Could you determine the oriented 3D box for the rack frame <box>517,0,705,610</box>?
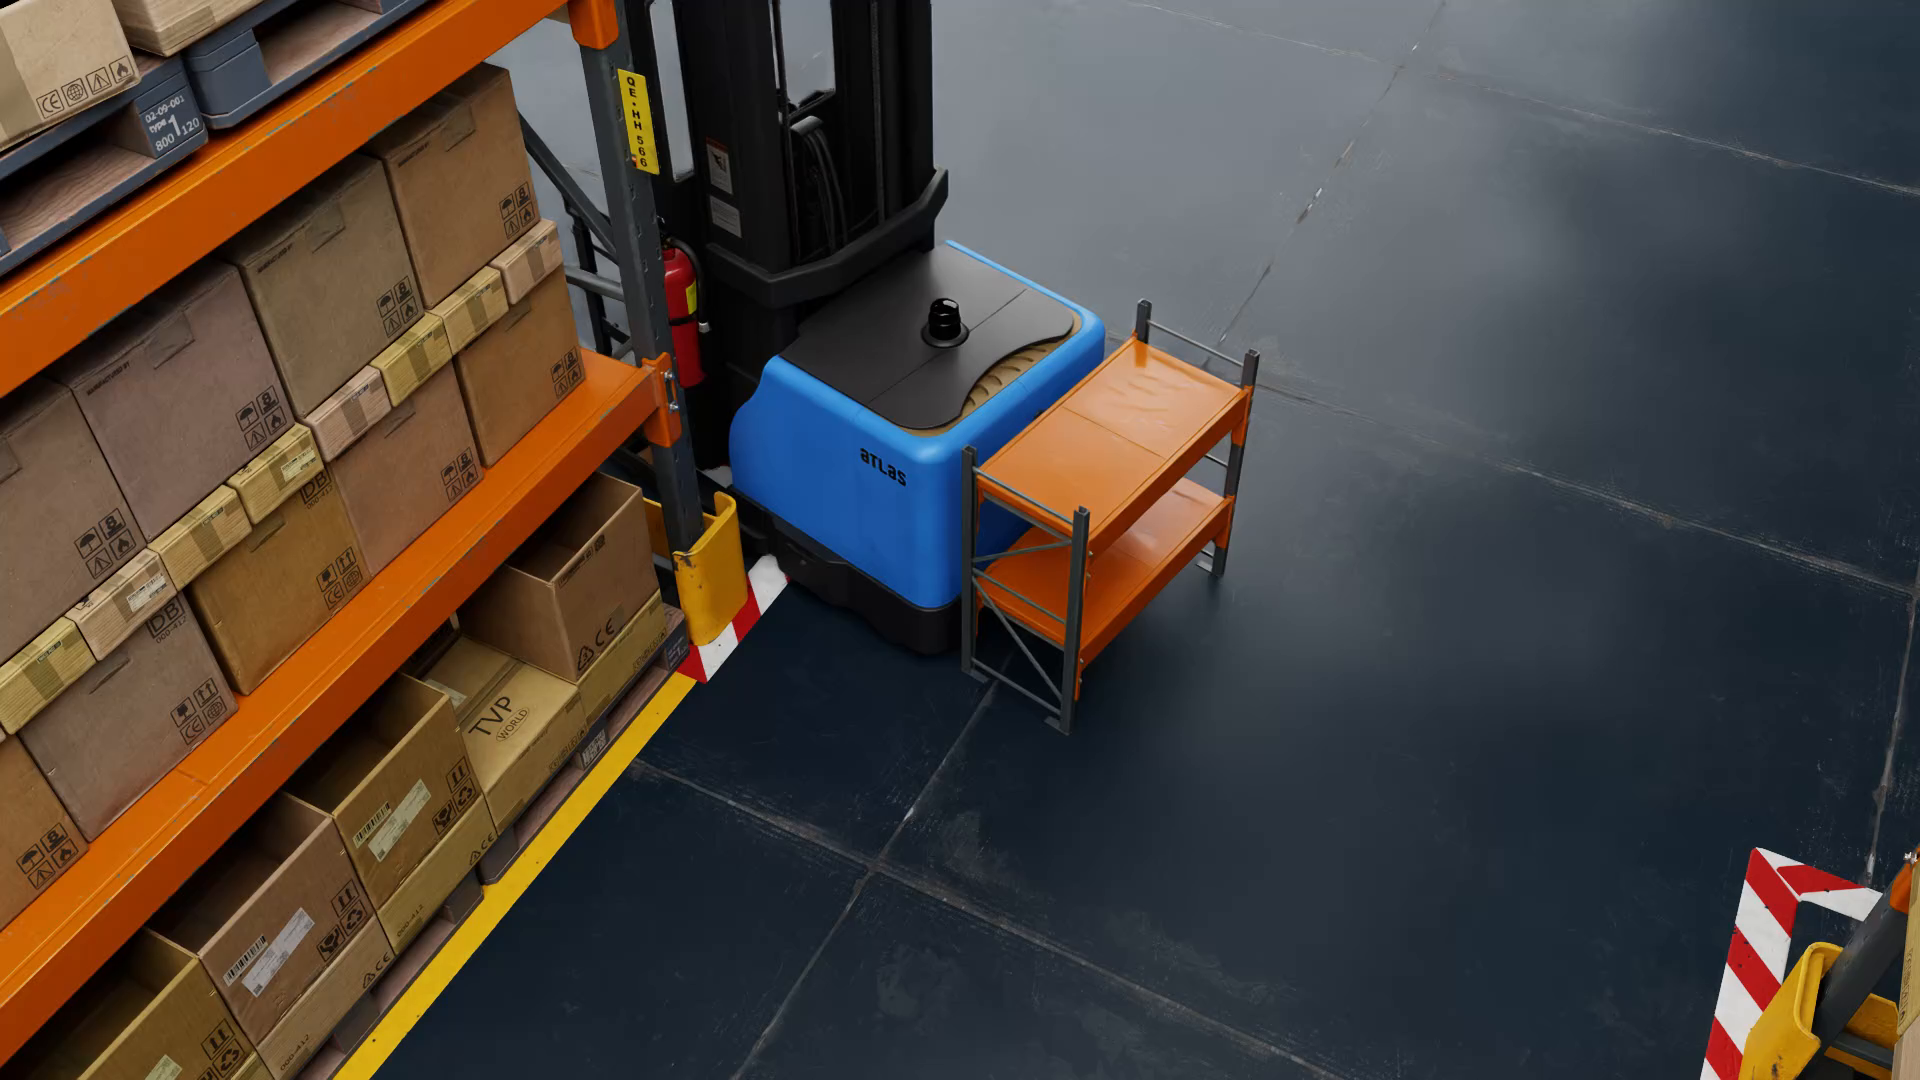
[{"bbox_3d":[-1.417,-0.919,5.549,1.000,3.000,0.127,20,49,19],"label":"rack frame"}]

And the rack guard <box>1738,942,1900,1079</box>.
[{"bbox_3d":[2.938,1.641,4.777,1.175,0.500,0.348,20,49,19],"label":"rack guard"}]

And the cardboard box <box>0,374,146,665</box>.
[{"bbox_3d":[-2.374,-0.120,3.778,0.700,0.500,0.500,20,49,19],"label":"cardboard box"}]

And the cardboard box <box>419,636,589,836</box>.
[{"bbox_3d":[-1.625,0.654,5.632,0.500,0.250,0.500,20,49,19],"label":"cardboard box"}]

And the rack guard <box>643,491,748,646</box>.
[{"bbox_3d":[-1.405,-0.055,6.453,1.175,0.500,0.348,20,49,19],"label":"rack guard"}]

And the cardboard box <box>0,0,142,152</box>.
[{"bbox_3d":[-1.976,-0.976,3.166,0.500,0.311,0.500,26,51,23],"label":"cardboard box"}]

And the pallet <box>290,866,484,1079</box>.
[{"bbox_3d":[-2.302,1.322,5.294,1.003,0.211,1.213,20,49,19],"label":"pallet"}]

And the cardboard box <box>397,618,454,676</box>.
[{"bbox_3d":[-2.093,0.216,5.538,0.500,0.500,0.500,20,49,19],"label":"cardboard box"}]

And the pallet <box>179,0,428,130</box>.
[{"bbox_3d":[-1.768,-1.505,4.082,1.003,0.211,1.213,20,49,19],"label":"pallet"}]

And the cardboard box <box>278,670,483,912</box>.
[{"bbox_3d":[-1.853,0.707,5.053,0.500,0.500,0.500,20,49,19],"label":"cardboard box"}]

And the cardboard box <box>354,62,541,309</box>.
[{"bbox_3d":[-1.669,-1.087,4.733,0.700,0.500,0.500,21,49,19],"label":"cardboard box"}]

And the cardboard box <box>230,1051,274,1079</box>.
[{"bbox_3d":[-2.316,1.601,4.696,0.500,0.250,0.500,20,49,19],"label":"cardboard box"}]

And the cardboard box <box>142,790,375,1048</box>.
[{"bbox_3d":[-2.086,1.022,4.742,0.500,0.500,0.500,20,49,19],"label":"cardboard box"}]

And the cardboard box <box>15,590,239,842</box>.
[{"bbox_3d":[-2.361,0.312,4.262,0.700,0.500,0.500,22,49,20],"label":"cardboard box"}]

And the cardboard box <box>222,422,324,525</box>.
[{"bbox_3d":[-1.904,-0.229,4.341,0.380,0.149,0.250,22,49,20],"label":"cardboard box"}]

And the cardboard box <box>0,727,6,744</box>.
[{"bbox_3d":[-2.382,0.419,3.700,0.380,0.149,0.250,19,48,18],"label":"cardboard box"}]

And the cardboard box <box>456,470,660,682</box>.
[{"bbox_3d":[-1.402,0.072,5.680,0.500,0.500,0.500,20,49,19],"label":"cardboard box"}]

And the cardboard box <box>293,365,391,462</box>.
[{"bbox_3d":[-1.783,-0.394,4.504,0.380,0.149,0.250,21,49,20],"label":"cardboard box"}]

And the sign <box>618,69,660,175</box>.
[{"bbox_3d":[-0.942,-1.221,4.867,0.100,0.325,0.005,20,49,19],"label":"sign"}]

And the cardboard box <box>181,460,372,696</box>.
[{"bbox_3d":[-2.120,-0.021,4.591,0.700,0.500,0.500,21,49,19],"label":"cardboard box"}]

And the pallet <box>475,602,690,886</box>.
[{"bbox_3d":[-1.734,0.557,6.051,1.003,0.211,1.213,20,49,19],"label":"pallet"}]

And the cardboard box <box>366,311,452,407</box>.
[{"bbox_3d":[-1.664,-0.552,4.660,0.380,0.149,0.250,20,49,18],"label":"cardboard box"}]

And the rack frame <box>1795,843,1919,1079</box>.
[{"bbox_3d":[2.973,0.714,3.935,1.000,3.000,0.127,20,49,19],"label":"rack frame"}]

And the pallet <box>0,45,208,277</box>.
[{"bbox_3d":[-2.333,-0.734,3.320,1.003,0.211,1.213,20,49,19],"label":"pallet"}]

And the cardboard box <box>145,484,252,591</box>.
[{"bbox_3d":[-2.025,-0.062,4.176,0.380,0.149,0.250,22,49,20],"label":"cardboard box"}]

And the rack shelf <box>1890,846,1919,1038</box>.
[{"bbox_3d":[2.044,2.227,2.946,1.077,0.370,4.000,20,49,19],"label":"rack shelf"}]

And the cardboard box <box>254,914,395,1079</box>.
[{"bbox_3d":[-2.089,1.284,5.010,0.500,0.250,0.500,20,49,19],"label":"cardboard box"}]

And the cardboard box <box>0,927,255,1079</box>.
[{"bbox_3d":[-2.317,1.337,4.430,0.500,0.500,0.500,20,49,19],"label":"cardboard box"}]

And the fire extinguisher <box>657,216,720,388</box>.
[{"bbox_3d":[-0.950,-0.813,5.499,0.296,0.674,0.183,20,49,19],"label":"fire extinguisher"}]

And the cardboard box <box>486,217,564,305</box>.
[{"bbox_3d":[-1.425,-0.879,4.983,0.380,0.149,0.250,20,49,18],"label":"cardboard box"}]

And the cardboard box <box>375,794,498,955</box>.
[{"bbox_3d":[-1.856,0.970,5.320,0.500,0.250,0.500,20,49,19],"label":"cardboard box"}]

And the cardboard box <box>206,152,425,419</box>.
[{"bbox_3d":[-1.908,-0.754,4.404,0.700,0.500,0.500,19,48,18],"label":"cardboard box"}]

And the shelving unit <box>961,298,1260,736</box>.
[{"bbox_3d":[0.528,-0.082,6.040,0.538,1.125,1.048,30,52,26],"label":"shelving unit"}]

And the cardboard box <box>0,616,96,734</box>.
[{"bbox_3d":[-2.261,0.255,3.862,0.380,0.149,0.250,20,49,19],"label":"cardboard box"}]

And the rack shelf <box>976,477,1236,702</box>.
[{"bbox_3d":[0.528,0.090,6.214,0.538,0.278,1.000,30,52,26],"label":"rack shelf"}]

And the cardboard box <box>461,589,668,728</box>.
[{"bbox_3d":[-1.404,0.335,5.948,0.500,0.250,0.500,20,49,19],"label":"cardboard box"}]

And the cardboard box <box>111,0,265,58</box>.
[{"bbox_3d":[-1.718,-1.305,3.534,0.500,0.250,0.500,20,49,19],"label":"cardboard box"}]

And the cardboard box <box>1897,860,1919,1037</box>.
[{"bbox_3d":[2.465,0.963,3.781,0.500,0.250,0.500,19,48,18],"label":"cardboard box"}]

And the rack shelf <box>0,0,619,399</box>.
[{"bbox_3d":[-2.345,-0.461,3.493,1.077,0.370,4.000,20,49,19],"label":"rack shelf"}]

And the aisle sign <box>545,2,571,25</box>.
[{"bbox_3d":[-1.126,-1.777,4.570,0.394,0.787,0.004,20,49,19],"label":"aisle sign"}]

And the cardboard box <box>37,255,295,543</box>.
[{"bbox_3d":[-2.142,-0.436,4.090,0.700,0.500,0.500,21,49,19],"label":"cardboard box"}]

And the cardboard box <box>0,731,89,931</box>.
[{"bbox_3d":[-2.598,0.635,3.943,0.700,0.500,0.500,21,49,20],"label":"cardboard box"}]

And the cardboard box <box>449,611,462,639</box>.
[{"bbox_3d":[-1.863,0.164,6.117,0.500,0.250,0.500,20,49,19],"label":"cardboard box"}]

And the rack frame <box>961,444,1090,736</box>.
[{"bbox_3d":[0.209,0.199,5.762,0.500,1.125,0.032,30,52,26],"label":"rack frame"}]

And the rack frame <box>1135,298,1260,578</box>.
[{"bbox_3d":[0.847,-0.364,6.319,0.500,1.125,0.032,30,52,26],"label":"rack frame"}]

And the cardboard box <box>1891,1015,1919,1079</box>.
[{"bbox_3d":[2.237,1.294,3.453,0.500,0.250,0.500,19,48,18],"label":"cardboard box"}]

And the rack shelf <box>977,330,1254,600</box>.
[{"bbox_3d":[0.528,-0.288,5.832,0.538,0.278,1.000,30,52,26],"label":"rack shelf"}]

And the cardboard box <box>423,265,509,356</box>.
[{"bbox_3d":[-1.545,-0.713,4.820,0.380,0.149,0.250,22,49,20],"label":"cardboard box"}]

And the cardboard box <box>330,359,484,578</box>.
[{"bbox_3d":[-1.884,-0.332,4.899,0.700,0.500,0.500,22,49,20],"label":"cardboard box"}]

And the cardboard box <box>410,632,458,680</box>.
[{"bbox_3d":[-2.091,0.481,5.804,0.500,0.250,0.500,20,49,19],"label":"cardboard box"}]

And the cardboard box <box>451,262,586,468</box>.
[{"bbox_3d":[-1.645,-0.664,5.227,0.700,0.500,0.500,20,49,19],"label":"cardboard box"}]

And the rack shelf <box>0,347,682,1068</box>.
[{"bbox_3d":[-2.345,0.594,4.560,1.077,0.370,4.000,20,49,19],"label":"rack shelf"}]

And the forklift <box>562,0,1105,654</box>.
[{"bbox_3d":[-0.897,-1.508,6.180,3.031,2.935,1.130,32,53,27],"label":"forklift"}]

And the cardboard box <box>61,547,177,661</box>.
[{"bbox_3d":[-2.143,0.099,4.016,0.380,0.149,0.250,20,49,19],"label":"cardboard box"}]
